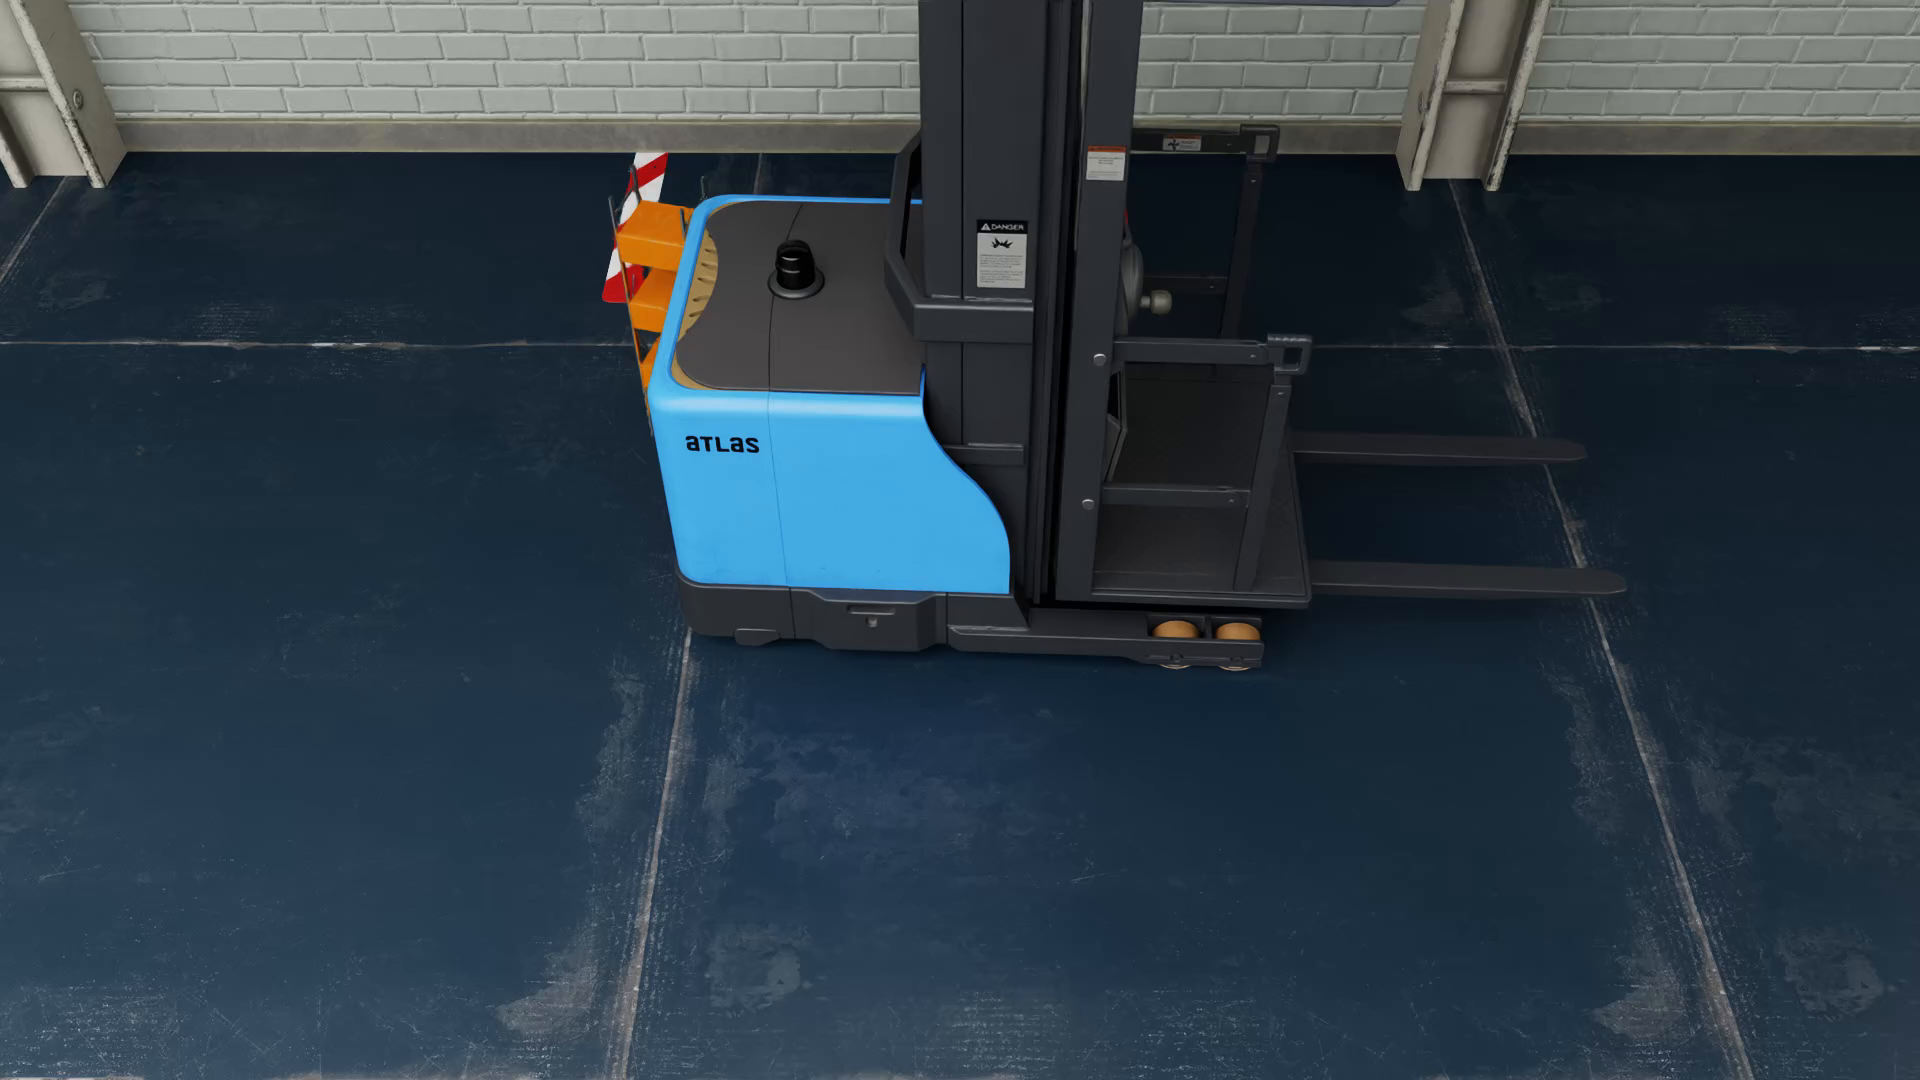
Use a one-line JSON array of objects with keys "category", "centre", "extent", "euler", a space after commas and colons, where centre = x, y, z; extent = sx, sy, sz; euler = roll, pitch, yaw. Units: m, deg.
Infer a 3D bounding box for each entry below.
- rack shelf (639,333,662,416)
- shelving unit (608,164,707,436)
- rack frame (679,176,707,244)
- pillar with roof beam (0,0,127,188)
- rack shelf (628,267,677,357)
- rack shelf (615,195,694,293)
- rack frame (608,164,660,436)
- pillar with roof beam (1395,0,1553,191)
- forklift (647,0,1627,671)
[{"category": "rack shelf", "centre": [-0.985, -0.588, 5.973], "extent": [0.240, 0.259, 0.215], "euler": [12, 48, 10]}, {"category": "shelving unit", "centre": [-0.983, -0.784, 5.762], "extent": [0.252, 1.050, 0.215], "euler": [12, 48, 10]}, {"category": "rack frame", "centre": [-0.866, -0.760, 5.740], "extent": [0.008, 1.050, 0.200], "euler": [12, 48, 10]}, {"category": "pillar with roof beam", "centre": [-3.896, -1.546, 1.042], "extent": [0.400, 9.000, 9.100], "euler": [0, 47, 0]}, {"category": "rack shelf", "centre": [-0.983, -0.777, 5.769], "extent": [0.240, 0.259, 0.215], "euler": [12, 48, 10]}, {"category": "rack shelf", "centre": [-0.982, -0.970, 5.561], "extent": [0.240, 0.259, 0.215], "euler": [12, 48, 10]}, {"category": "rack frame", "centre": [-1.101, -0.809, 5.783], "extent": [0.008, 1.050, 0.200], "euler": [12, 48, 10]}, {"category": "pillar with roof beam", "centre": [2.104, -1.530, 1.026], "extent": [0.400, 9.000, 9.100], "euler": [0, 47, 0]}, {"category": "forklift", "centre": [0.628, -0.978, 4.658], "extent": [3.031, 2.935, 1.130], "euler": [2, 47, 2]}]
